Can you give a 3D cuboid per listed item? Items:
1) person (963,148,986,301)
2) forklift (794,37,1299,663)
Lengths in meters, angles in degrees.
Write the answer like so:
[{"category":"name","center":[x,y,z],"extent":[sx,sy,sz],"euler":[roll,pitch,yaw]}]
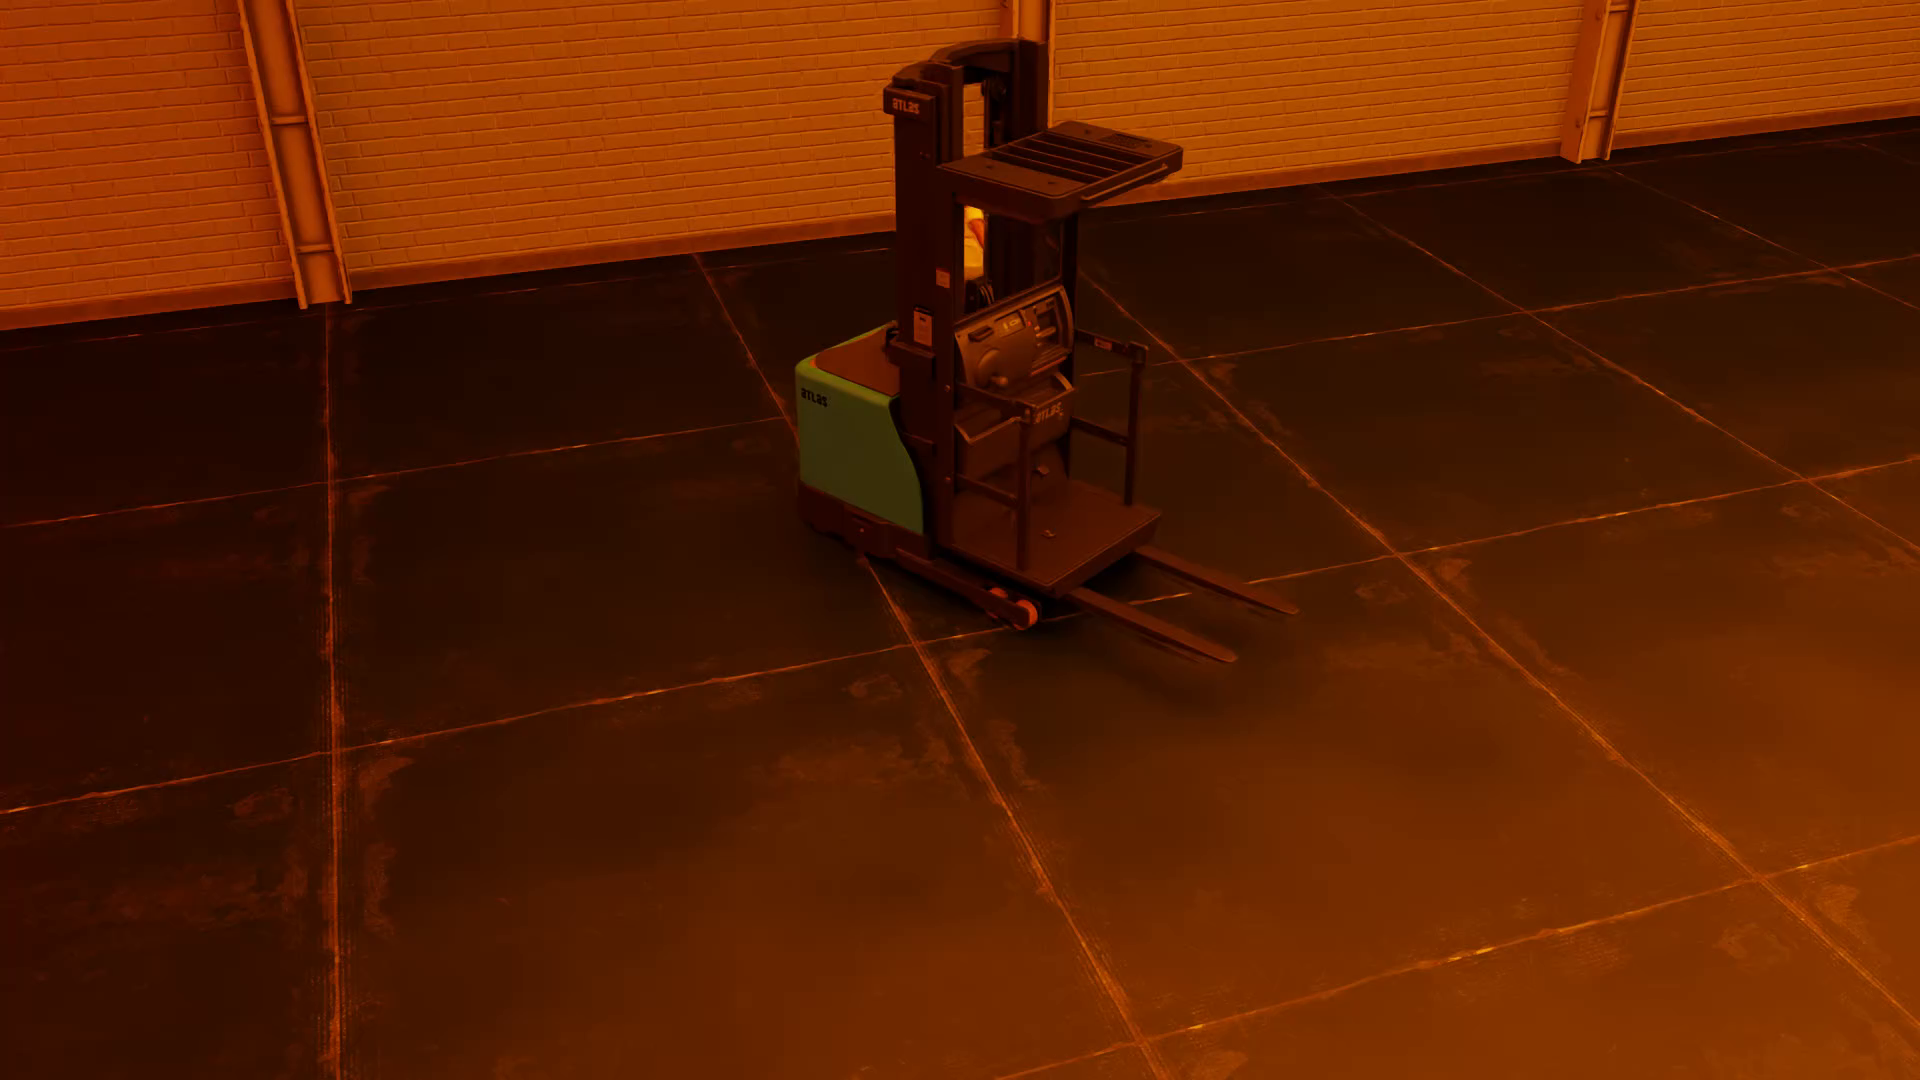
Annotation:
[{"category":"person","center":[0.206,-2.059,12.090],"extent":[0.808,1.541,0.803],"euler":[-17,34,-27]},{"category":"forklift","center":[0.461,-1.071,8.949],"extent":[3.031,2.935,1.130],"euler":[23,37,35]}]
